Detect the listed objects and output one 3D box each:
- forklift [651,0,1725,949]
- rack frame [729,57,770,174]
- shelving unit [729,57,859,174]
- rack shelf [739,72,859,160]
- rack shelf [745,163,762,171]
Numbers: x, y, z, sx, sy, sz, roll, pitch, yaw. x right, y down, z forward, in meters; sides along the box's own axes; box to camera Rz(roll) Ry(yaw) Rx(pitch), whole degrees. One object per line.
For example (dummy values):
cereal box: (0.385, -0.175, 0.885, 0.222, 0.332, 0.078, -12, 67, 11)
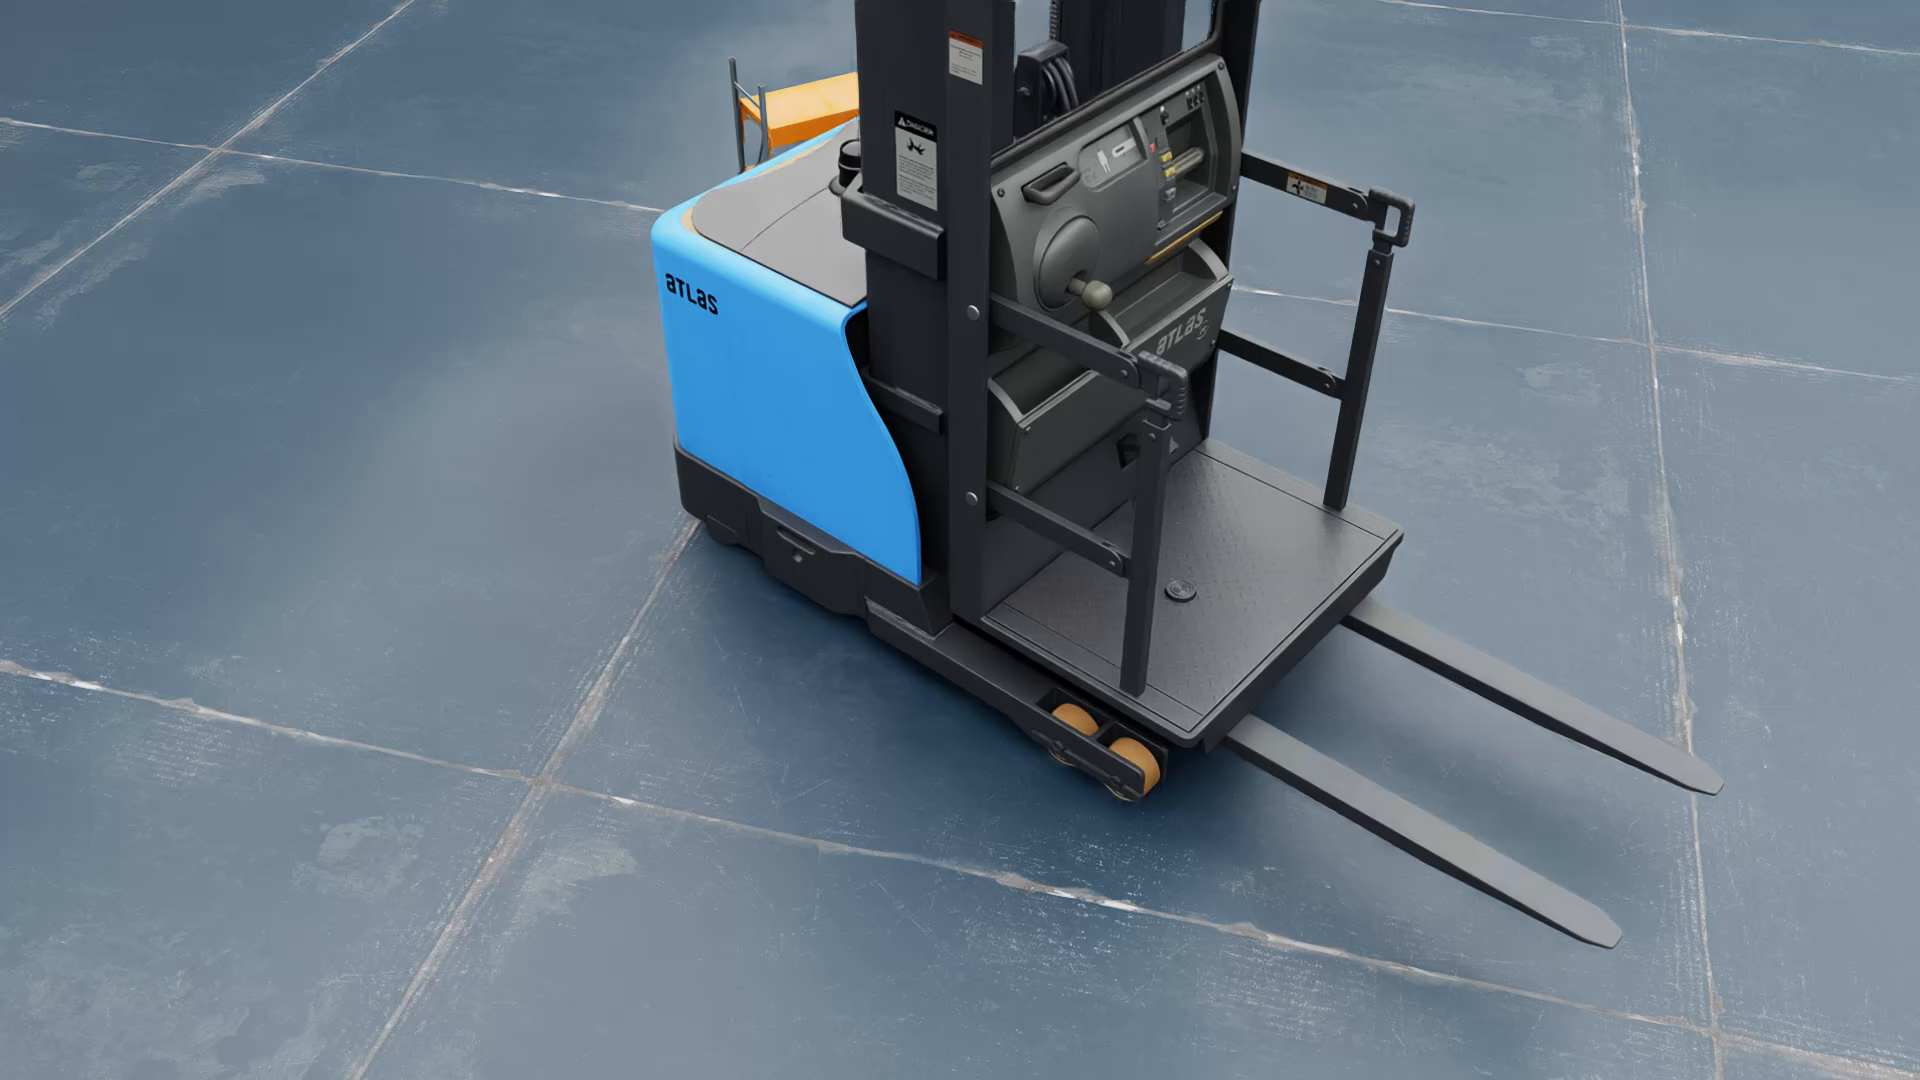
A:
forklift: (0.559, -0.816, 3.943, 3.031, 2.935, 1.130, 29, 48, 30)
rack frame: (-0.654, -0.975, 5.478, 0.015, 1.200, 0.240, -20, 44, -22)
shelving unit: (-0.441, -1.052, 5.570, 0.503, 1.200, 0.258, -20, 44, -22)
rack shelf: (-0.441, -1.353, 5.317, 0.480, 0.148, 0.258, -20, 44, -22)
rack shelf: (-0.441, -1.172, 5.469, 0.480, 0.148, 0.258, -20, 44, -22)
